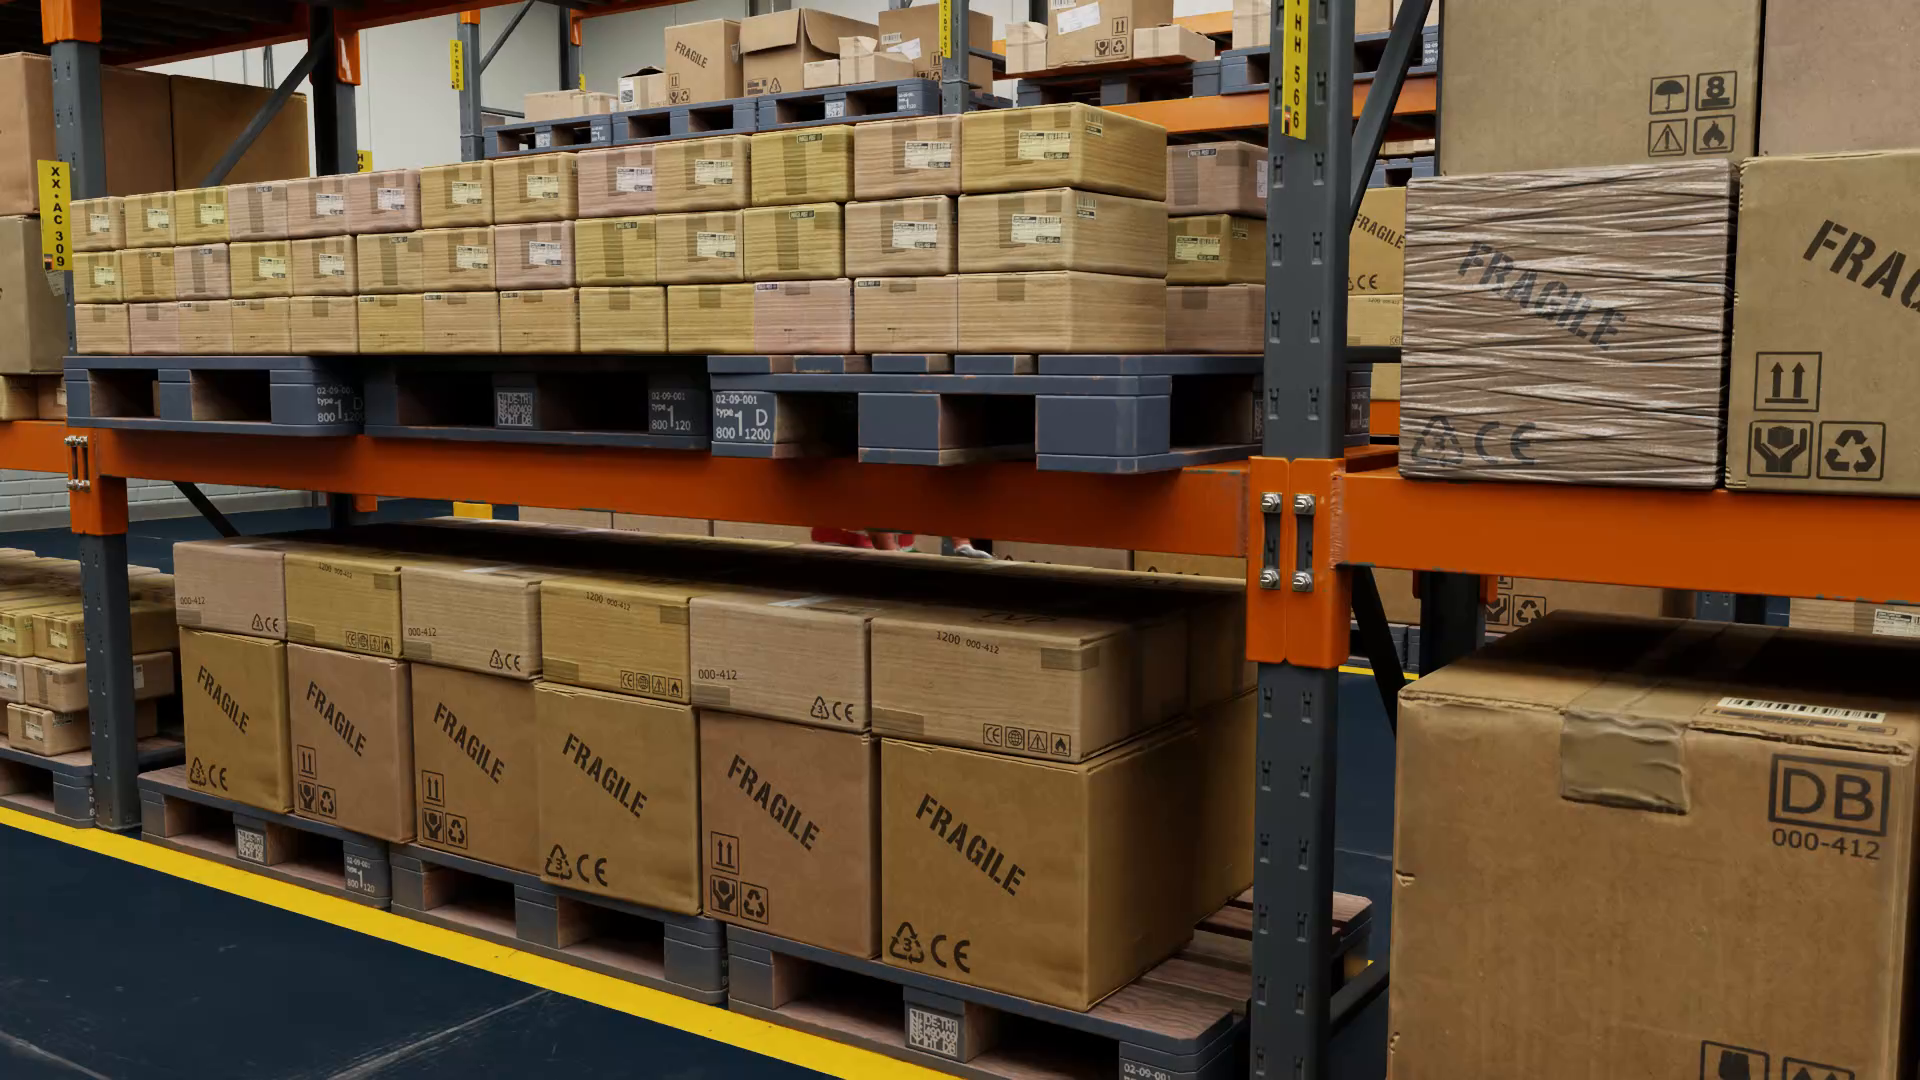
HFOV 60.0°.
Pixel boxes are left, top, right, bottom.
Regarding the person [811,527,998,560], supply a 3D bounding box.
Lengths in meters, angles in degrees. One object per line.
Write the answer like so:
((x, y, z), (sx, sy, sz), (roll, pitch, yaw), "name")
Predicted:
((-0.188, 0.069, 5.962), (0.647, 1.578, 0.575), (4, 8, 35), "person")
